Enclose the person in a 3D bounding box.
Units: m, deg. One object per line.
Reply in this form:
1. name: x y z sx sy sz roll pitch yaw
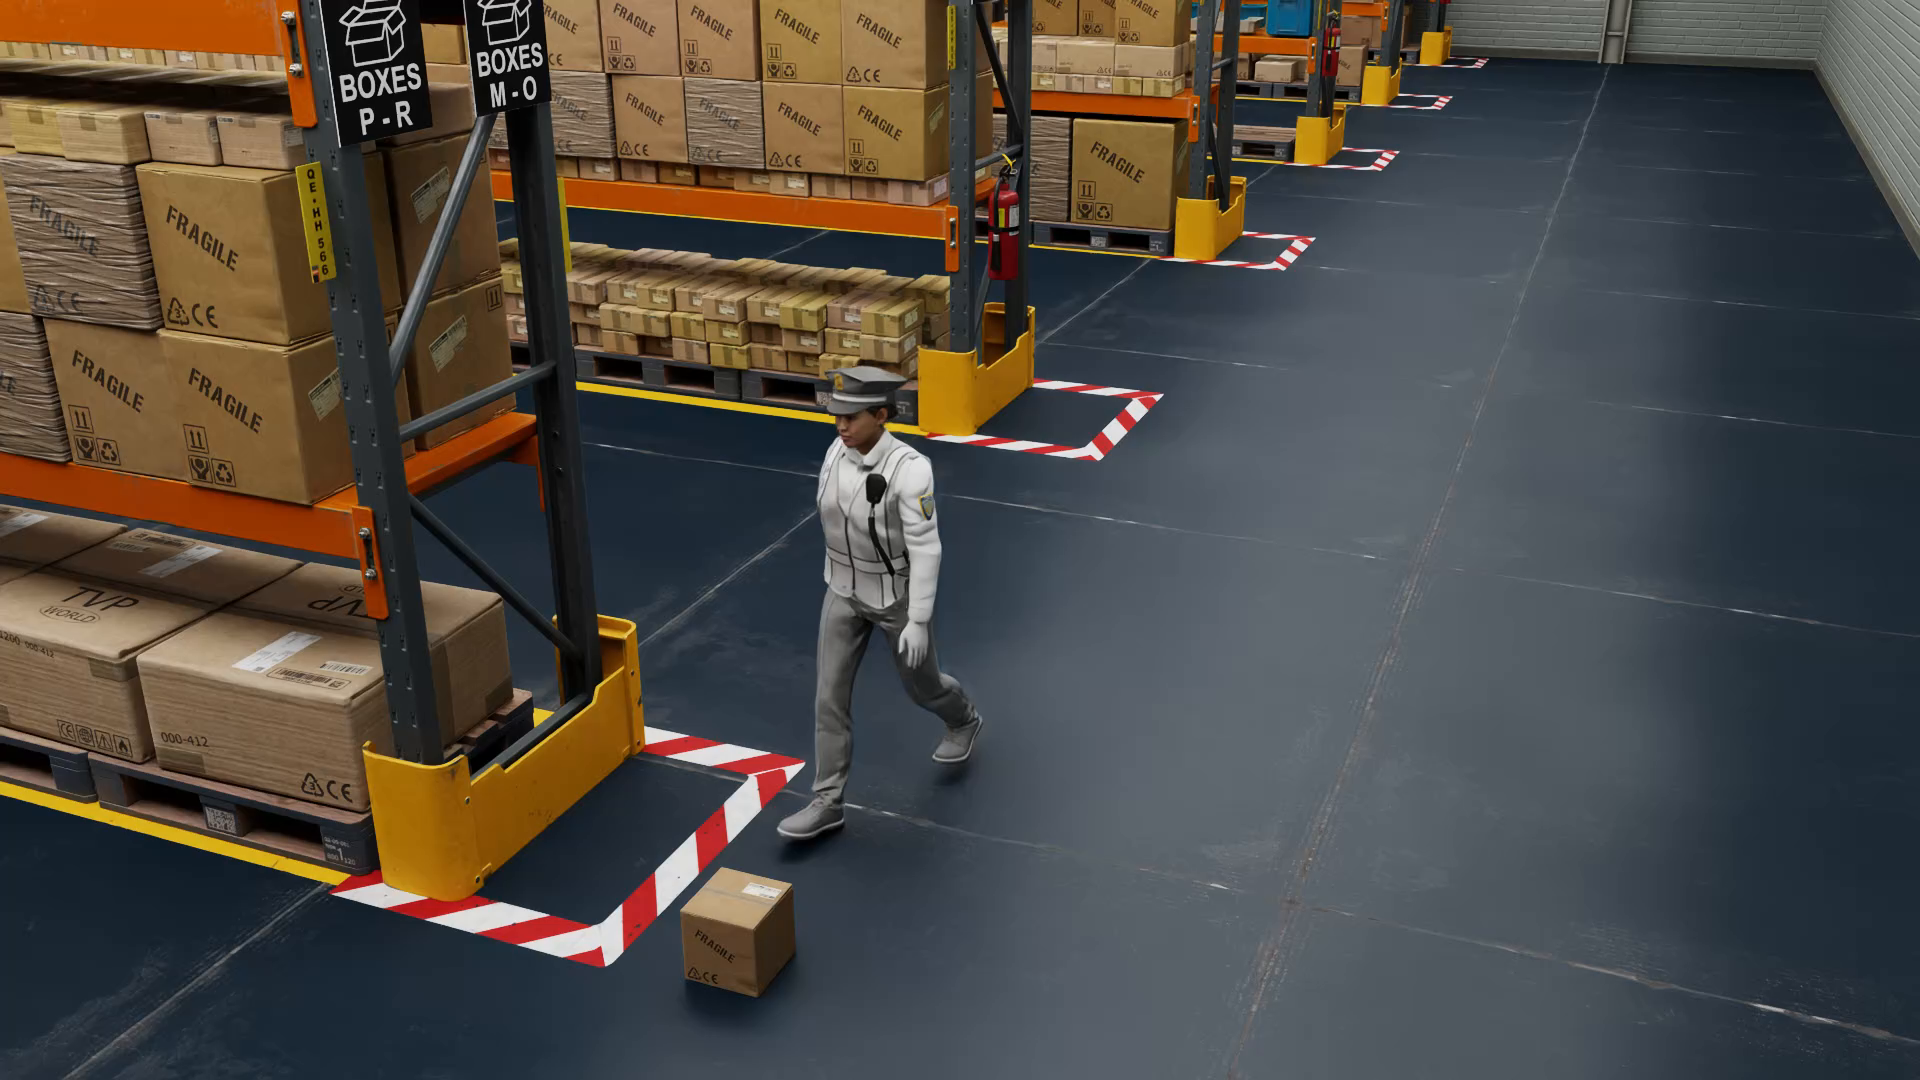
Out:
1. person: -0.247 0.185 5.645 0.508 1.640 0.939 14 26 30
